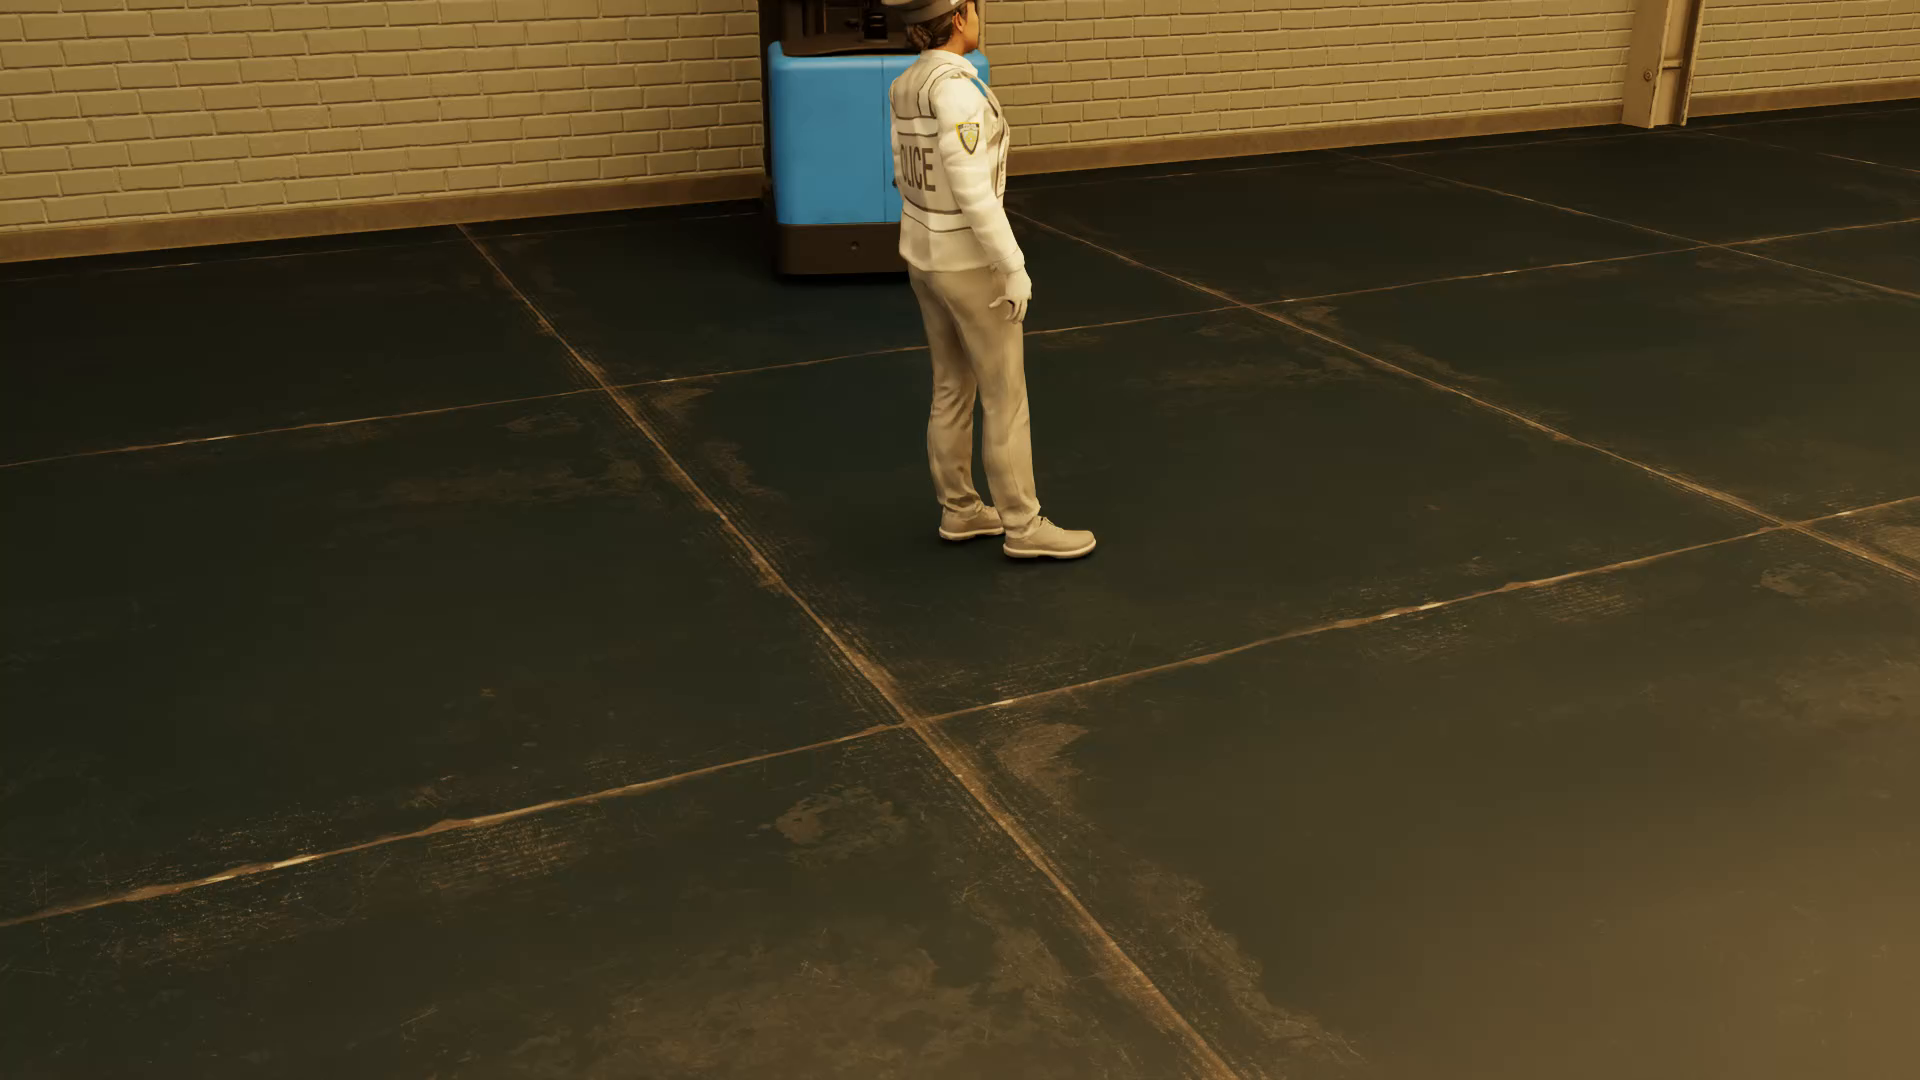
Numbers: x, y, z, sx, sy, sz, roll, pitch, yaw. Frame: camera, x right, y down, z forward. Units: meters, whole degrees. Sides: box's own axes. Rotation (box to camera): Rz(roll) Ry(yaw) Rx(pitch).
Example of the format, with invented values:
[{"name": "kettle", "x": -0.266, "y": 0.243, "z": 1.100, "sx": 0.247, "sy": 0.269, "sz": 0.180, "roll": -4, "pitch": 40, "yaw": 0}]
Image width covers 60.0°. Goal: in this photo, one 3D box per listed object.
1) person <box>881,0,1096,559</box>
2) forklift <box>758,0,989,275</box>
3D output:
[{"name": "person", "x": 0.065, "y": -0.798, "z": 4.800, "sx": 0.531, "sy": 1.695, "sz": 0.587, "roll": -10, "pitch": 25, "yaw": -23}, {"name": "forklift", "x": -0.549, "y": -3.154, "z": 8.878, "sx": 1.130, "sy": 2.935, "sz": 3.031, "roll": -3, "pitch": 23, "yaw": -7}]
